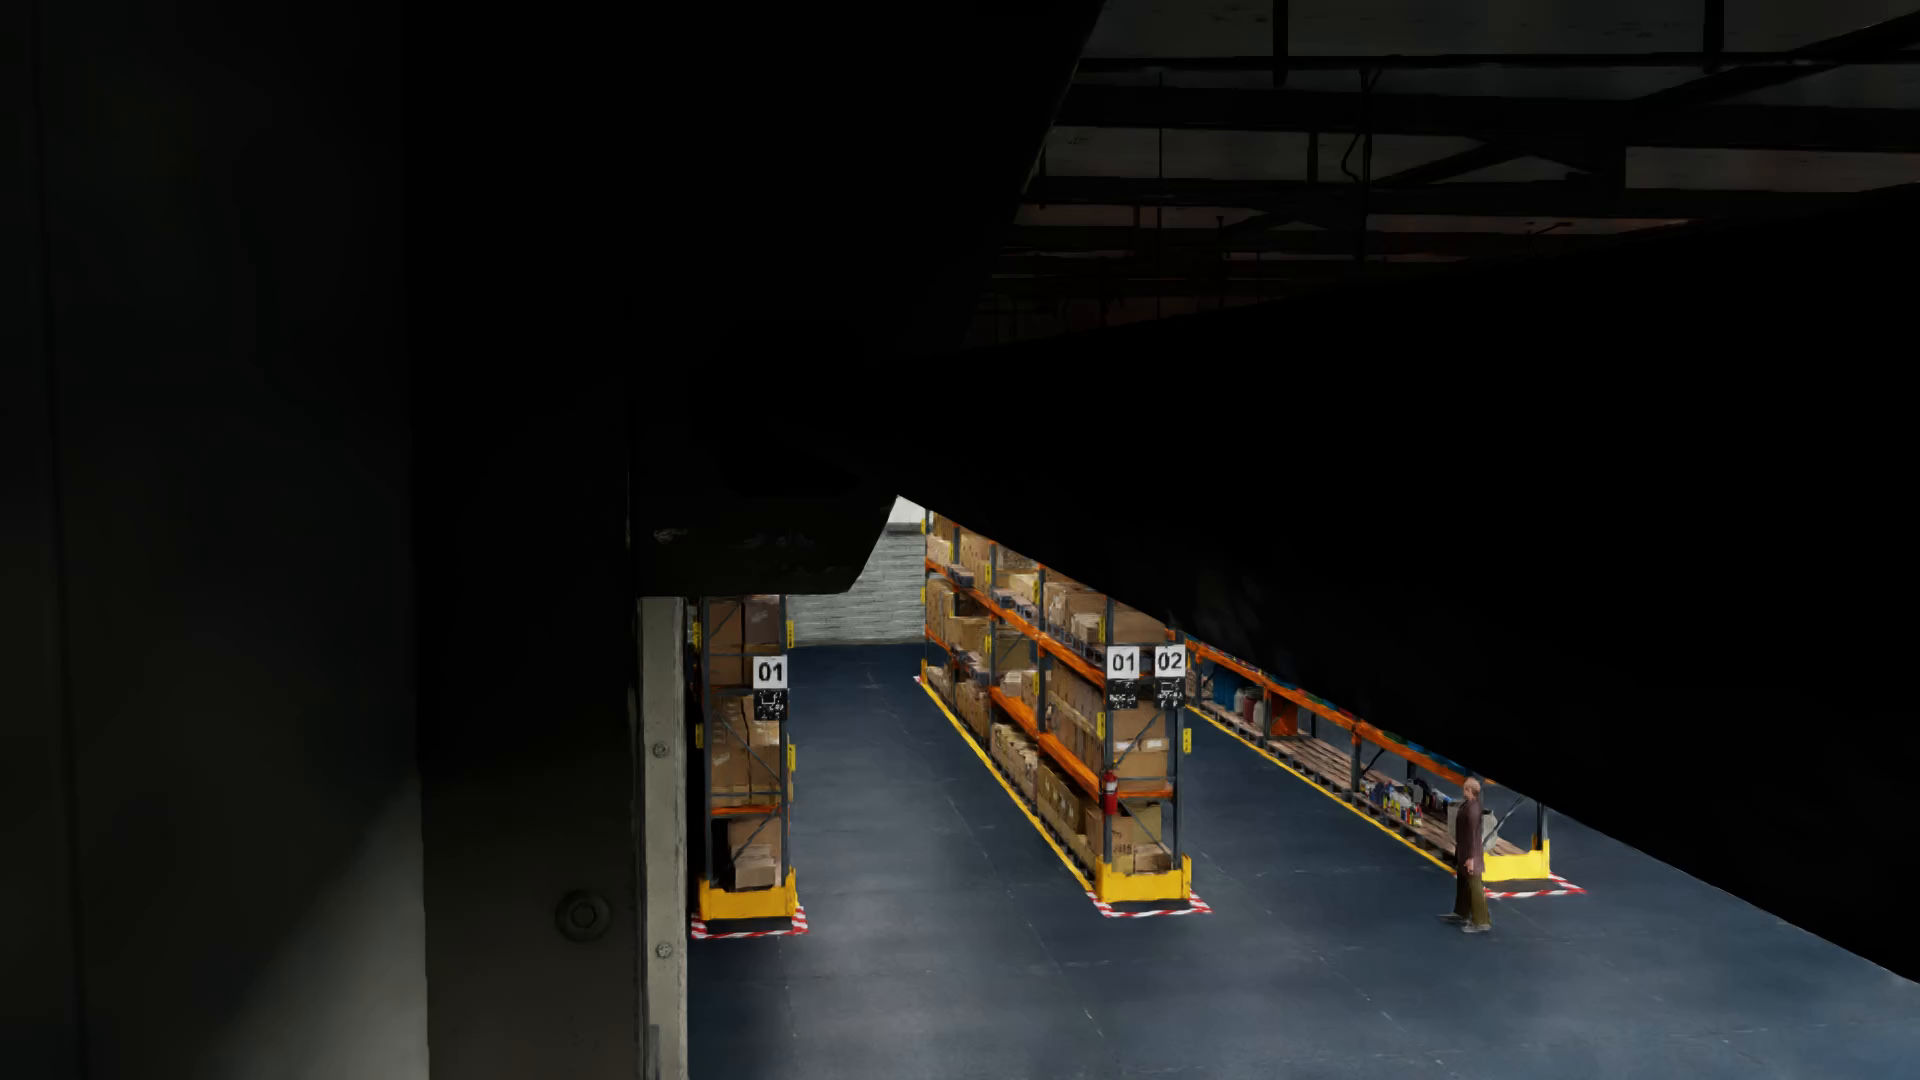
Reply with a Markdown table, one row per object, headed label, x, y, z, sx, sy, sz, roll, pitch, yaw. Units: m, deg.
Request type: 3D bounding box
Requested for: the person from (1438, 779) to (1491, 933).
| label | x | y | z | sx | sy | sz | roll | pitch | yaw |
| --- | --- | --- | --- | --- | --- | --- | --- | --- | --- |
| person | 6.003 | 3.703 | 19.722 | 0.609 | 1.764 | 0.685 | 2 | 5 | 18 |
